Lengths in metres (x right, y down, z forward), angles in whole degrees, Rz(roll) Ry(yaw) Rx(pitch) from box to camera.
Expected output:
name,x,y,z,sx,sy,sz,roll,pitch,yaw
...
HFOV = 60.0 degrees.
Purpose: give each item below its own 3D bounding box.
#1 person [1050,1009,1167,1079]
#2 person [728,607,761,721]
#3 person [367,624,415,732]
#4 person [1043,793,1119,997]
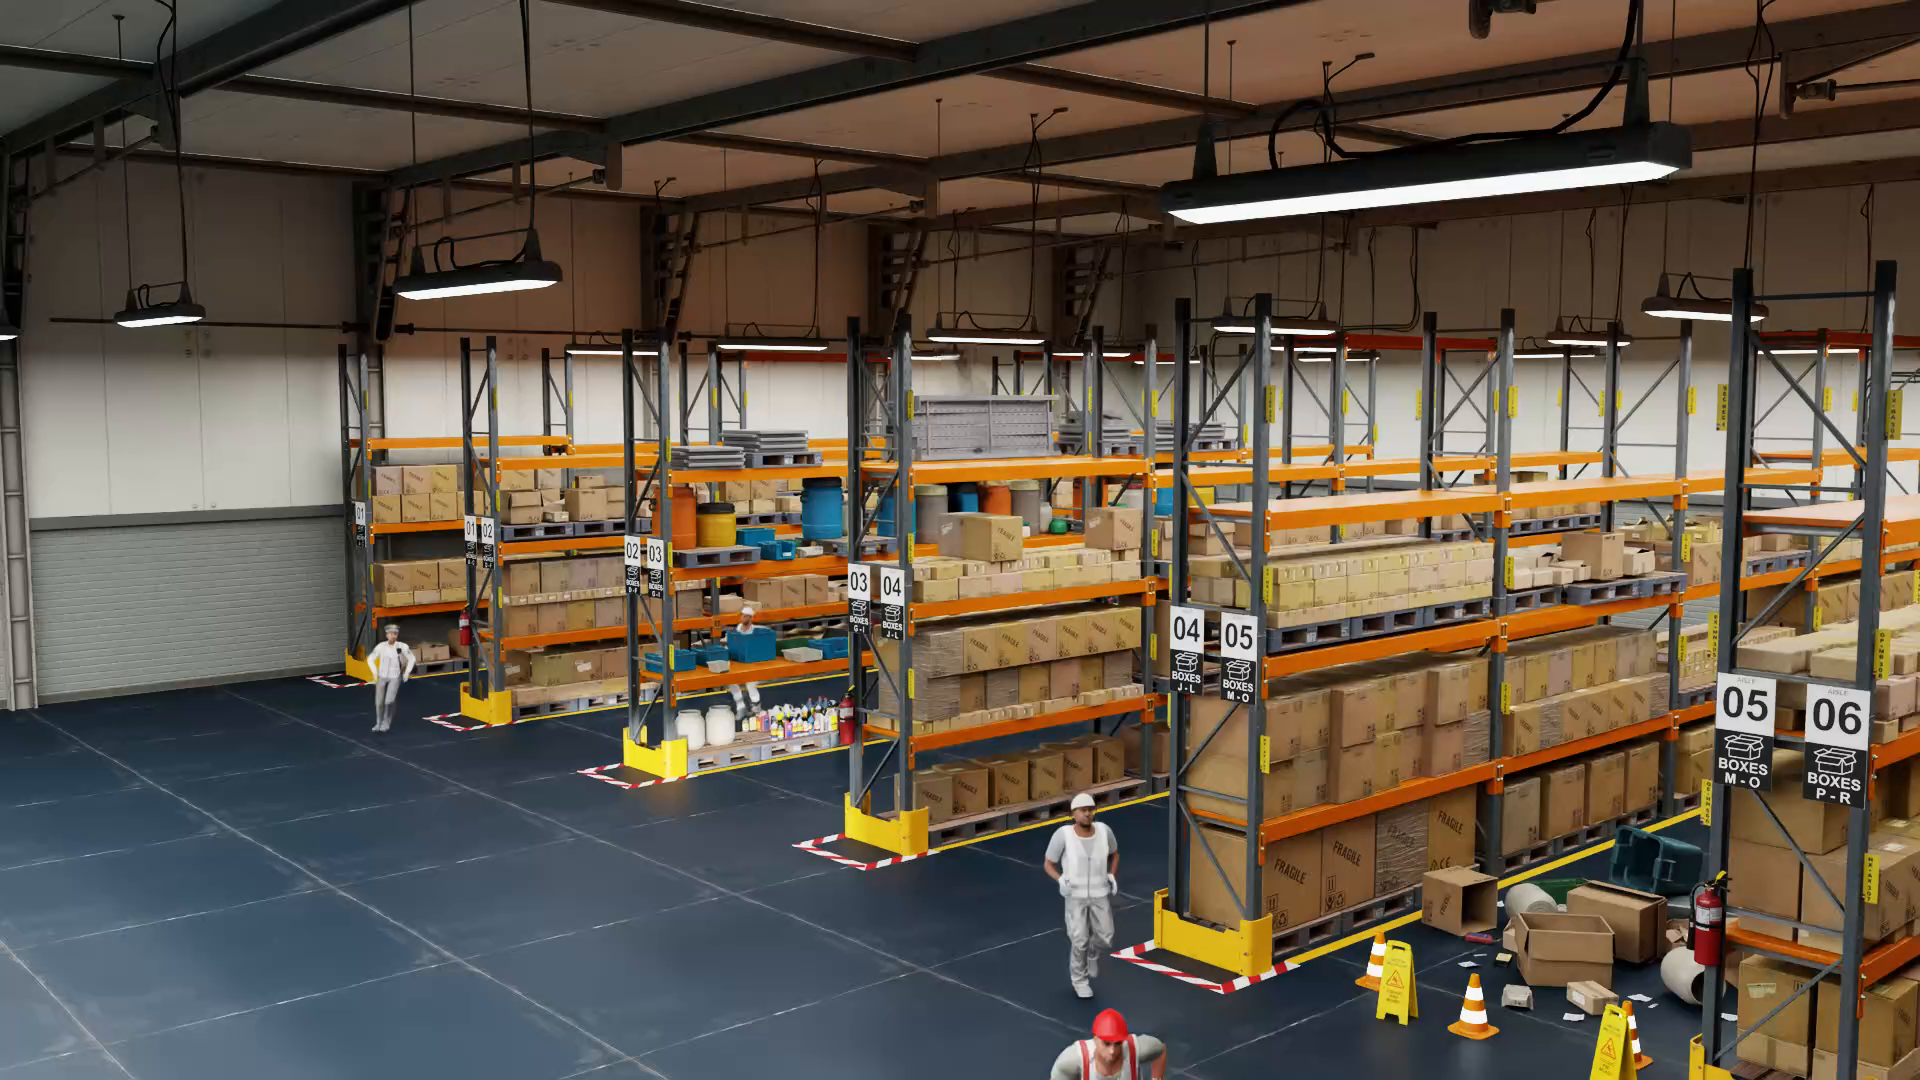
name,x,y,z,sx,sy,sz,roll,pitch,yaw
person,0.851,3.468,9.764,0.703,1.729,1.060,0,5,-3
person,-3.362,1.949,26.060,0.632,1.806,0.724,2,6,25
person,-8.618,2.088,25.156,0.673,1.641,0.580,-1,5,-8
person,1.066,3.028,14.207,0.683,1.732,0.623,-1,5,-11
